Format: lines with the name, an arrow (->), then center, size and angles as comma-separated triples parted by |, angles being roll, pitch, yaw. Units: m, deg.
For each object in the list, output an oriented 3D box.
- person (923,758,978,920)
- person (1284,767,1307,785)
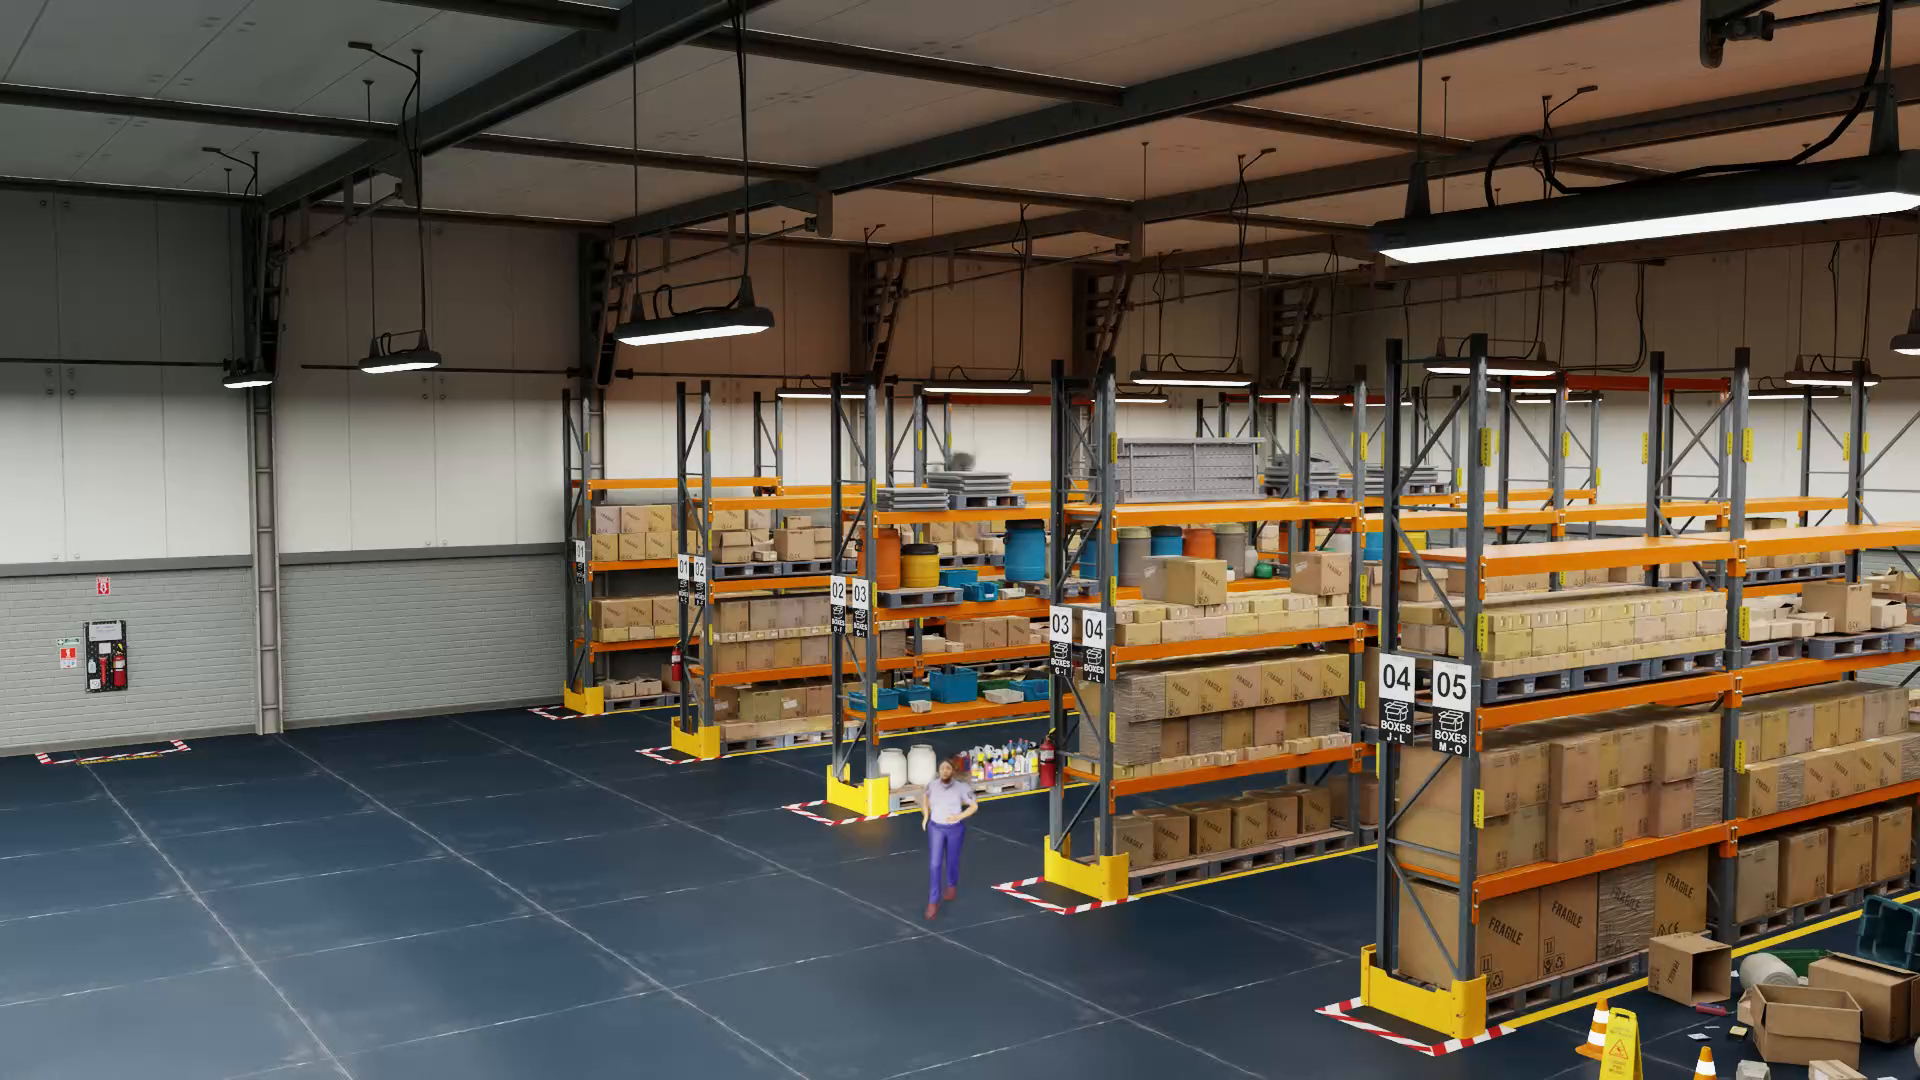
person -> -0.109, 3.178, 17.991 | 0.614, 1.669, 0.851 | 0, 4, 6
person -> 4.776, 2.804, 23.575 | 0.680, 1.681, 0.783 | 3, 5, 41
